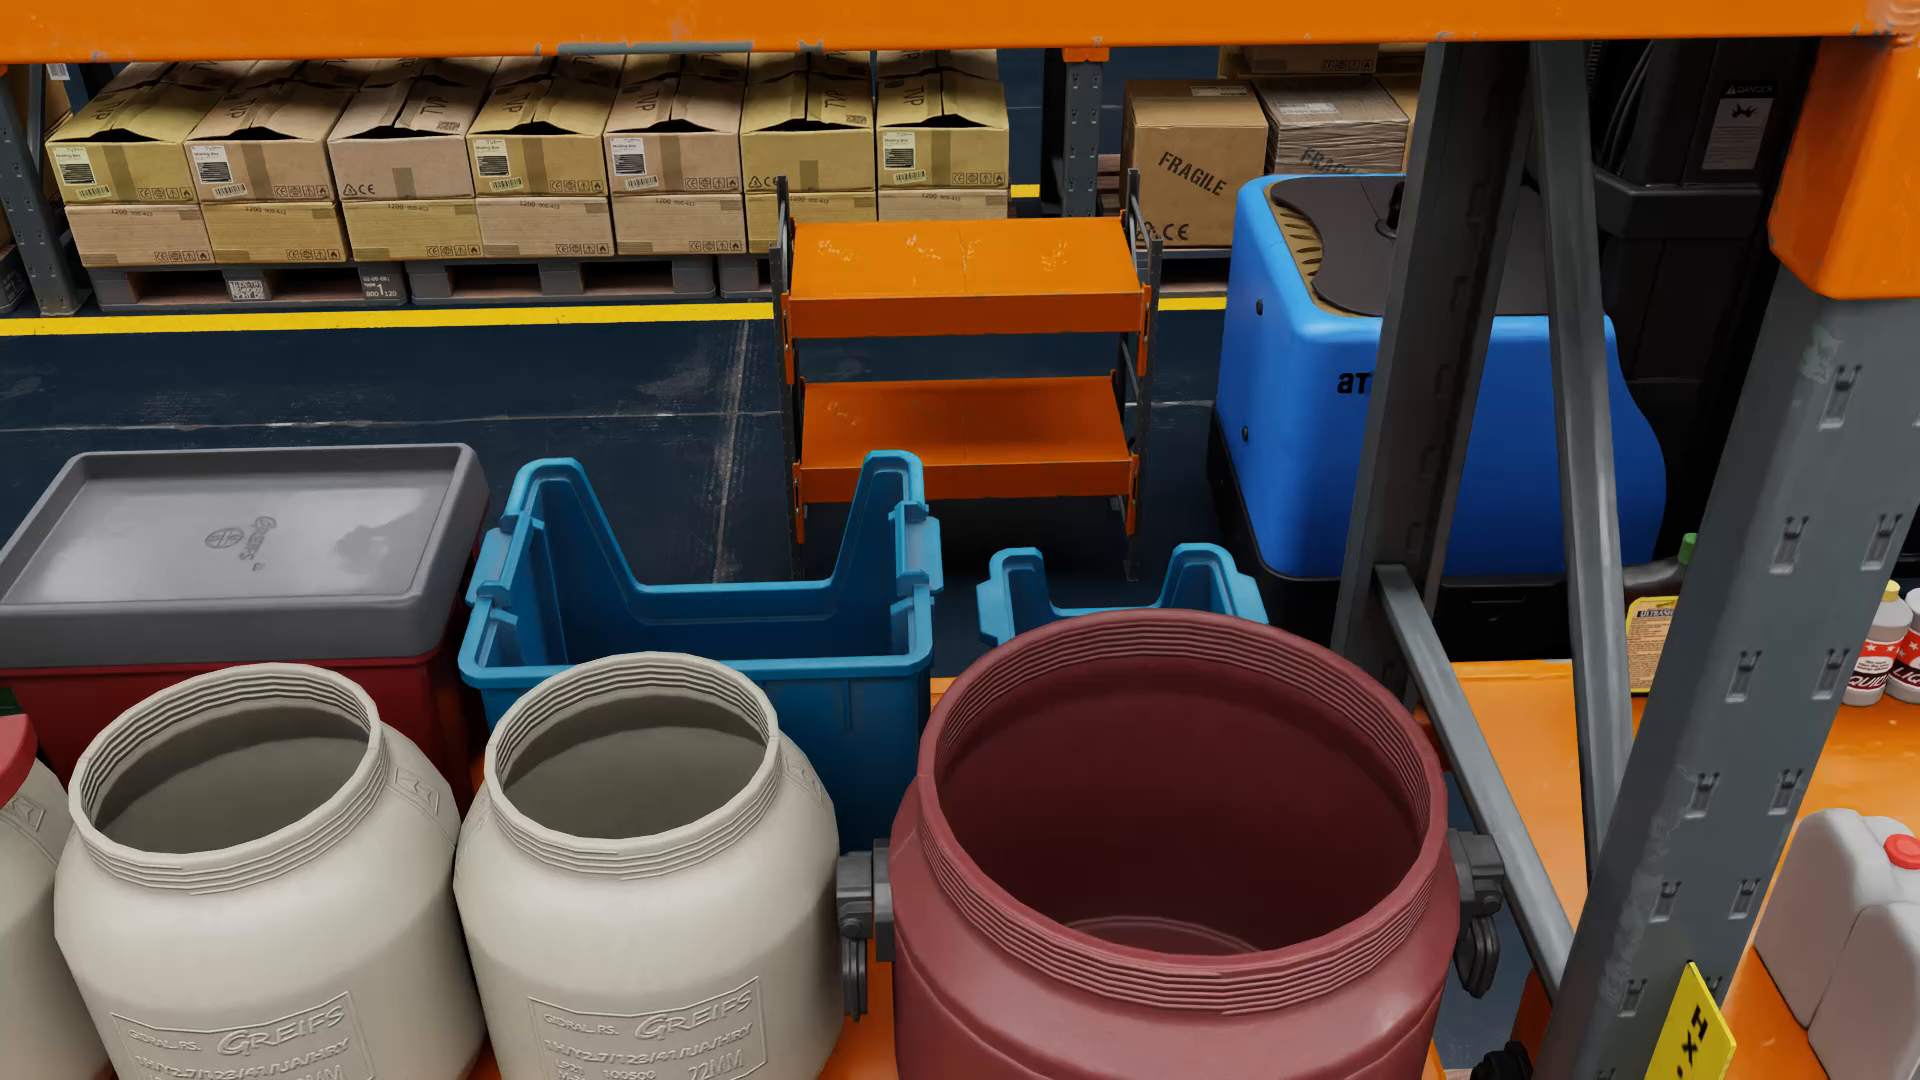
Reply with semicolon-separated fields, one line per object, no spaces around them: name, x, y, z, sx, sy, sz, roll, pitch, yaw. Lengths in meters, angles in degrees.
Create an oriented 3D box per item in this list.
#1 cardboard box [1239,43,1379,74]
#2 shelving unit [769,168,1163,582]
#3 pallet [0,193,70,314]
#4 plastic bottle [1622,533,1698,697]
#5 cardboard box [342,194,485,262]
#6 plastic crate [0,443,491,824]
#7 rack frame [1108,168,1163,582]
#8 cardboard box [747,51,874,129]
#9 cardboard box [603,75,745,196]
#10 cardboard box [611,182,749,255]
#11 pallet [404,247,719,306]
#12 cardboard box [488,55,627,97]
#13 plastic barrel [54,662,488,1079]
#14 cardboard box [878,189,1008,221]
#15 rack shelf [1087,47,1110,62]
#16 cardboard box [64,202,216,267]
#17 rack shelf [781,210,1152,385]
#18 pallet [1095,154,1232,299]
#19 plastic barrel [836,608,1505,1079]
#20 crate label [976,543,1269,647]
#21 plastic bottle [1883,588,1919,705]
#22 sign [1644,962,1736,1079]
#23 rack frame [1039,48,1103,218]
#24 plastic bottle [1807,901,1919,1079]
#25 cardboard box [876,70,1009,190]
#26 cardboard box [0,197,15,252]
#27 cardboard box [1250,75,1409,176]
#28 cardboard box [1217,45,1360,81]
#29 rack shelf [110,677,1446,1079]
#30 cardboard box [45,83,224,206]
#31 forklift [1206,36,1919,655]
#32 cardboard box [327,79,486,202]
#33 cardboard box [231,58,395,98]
cardboard box;1.421;-2.119;6.827;0.500;0.250;0.500;0;35;0
shelving unit;0.007;-0.463;4.930;1.048;1.125;0.538;-2;35;-2
pallet;-4.350;-1.243;6.860;1.213;0.211;1.003;-2;35;-2
plastic bottle;1.056;0.116;2.550;0.133;0.283;0.061;-2;35;-2
cardboard box;-2.112;-1.328;6.580;0.500;0.250;0.500;-3;35;-4
plastic crate;-0.956;0.164;2.321;0.583;0.464;0.402;-2;35;-2
rack frame;0.515;-0.476;4.950;0.032;1.125;0.500;-2;35;-2
cardboard box;-0.620;-1.901;6.916;0.500;0.311;0.500;-2;35;-3
cardboard box;-1.093;-1.584;6.457;0.500;0.311;0.500;-2;35;-3
cardboard box;-1.090;-1.356;6.621;0.500;0.250;0.500;-1;35;-1
pallet;-1.598;-1.317;6.967;1.213;0.211;1.003;-2;35;-2
cardboard box;-1.643;-1.875;6.877;0.500;0.311;0.500;-2;35;-3
plastic barrel;-0.766;0.436;1.887;0.421;0.512;0.421;0;35;0
cardboard box;-0.073;-1.384;6.661;0.500;0.250;0.500;-1;35;-1
rack shelf;2.439;-2.253;6.502;4.000;0.370;1.077;-2;35;-2
cardboard box;-3.139;-1.299;6.538;0.500;0.250;0.500;-2;35;-3
rack shelf;0.007;-0.703;4.764;1.000;0.278;0.538;-2;35;-2
pallet;1.189;-1.347;7.011;1.213;0.211;1.003;-2;35;-2
plastic barrel;0.223;0.450;1.845;0.708;0.536;0.600;-2;35;-2
crate label;0.234;0.188;2.489;0.416;0.233;0.303;-2;35;-2
plastic bottle;1.500;0.148;2.575;0.097;0.201;0.097;0;35;0
sign;0.705;0.566;1.652;0.005;0.325;0.100;-2;35;-2
rack frame;0.441;-2.495;6.219;0.127;3.000;1.000;-2;35;-2
plastic bottle;1.120;0.544;1.937;0.135;0.276;0.152;-2;35;-2
cardboard box;-0.070;-1.613;6.500;0.500;0.311;0.500;-1;35;-1
cardboard box;-4.007;-1.292;6.529;0.500;0.250;0.500;-2;35;-2
cardboard box;1.432;-1.515;6.613;0.500;0.500;0.500;-3;35;-4
cardboard box;1.365;-1.806;7.034;0.500;0.500;0.500;0;35;0
rack shelf;-1.326;0.671;2.277;4.000;0.370;1.077;-2;35;-2
cardboard box;-3.129;-1.529;6.378;0.500;0.311;0.500;-1;35;-2
forklift;2.332;-1.158;4.348;3.031;2.935;1.130;-1;35;-1
cardboard box;-2.112;-1.554;6.414;0.500;0.311;0.500;-3;35;-4
cardboard box;-2.644;-1.851;6.843;0.500;0.311;0.500;-1;35;-1
